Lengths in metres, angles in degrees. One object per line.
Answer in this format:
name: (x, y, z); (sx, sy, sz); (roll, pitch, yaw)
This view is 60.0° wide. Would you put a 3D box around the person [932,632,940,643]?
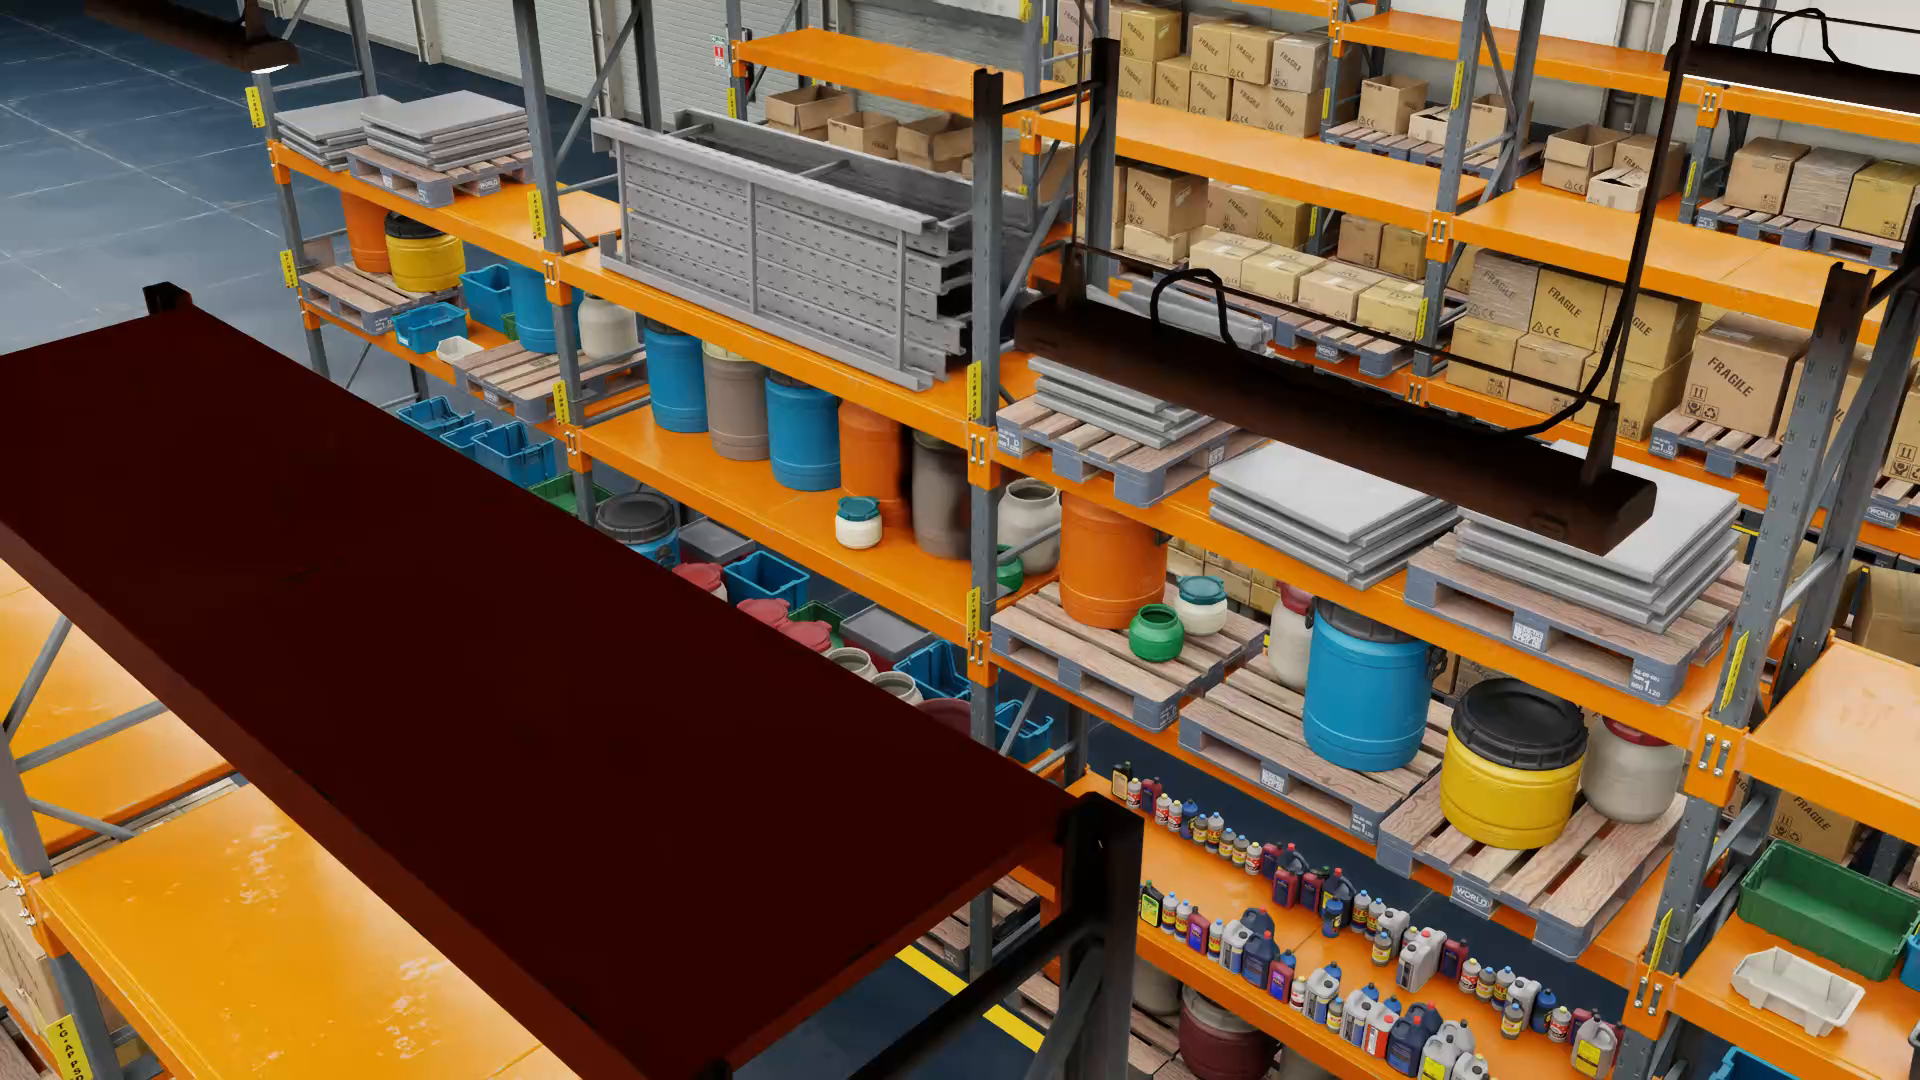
person: (-0.346, 0.353, 14.180); (0.612, 1.401, 0.541); (25, 38, 36)
